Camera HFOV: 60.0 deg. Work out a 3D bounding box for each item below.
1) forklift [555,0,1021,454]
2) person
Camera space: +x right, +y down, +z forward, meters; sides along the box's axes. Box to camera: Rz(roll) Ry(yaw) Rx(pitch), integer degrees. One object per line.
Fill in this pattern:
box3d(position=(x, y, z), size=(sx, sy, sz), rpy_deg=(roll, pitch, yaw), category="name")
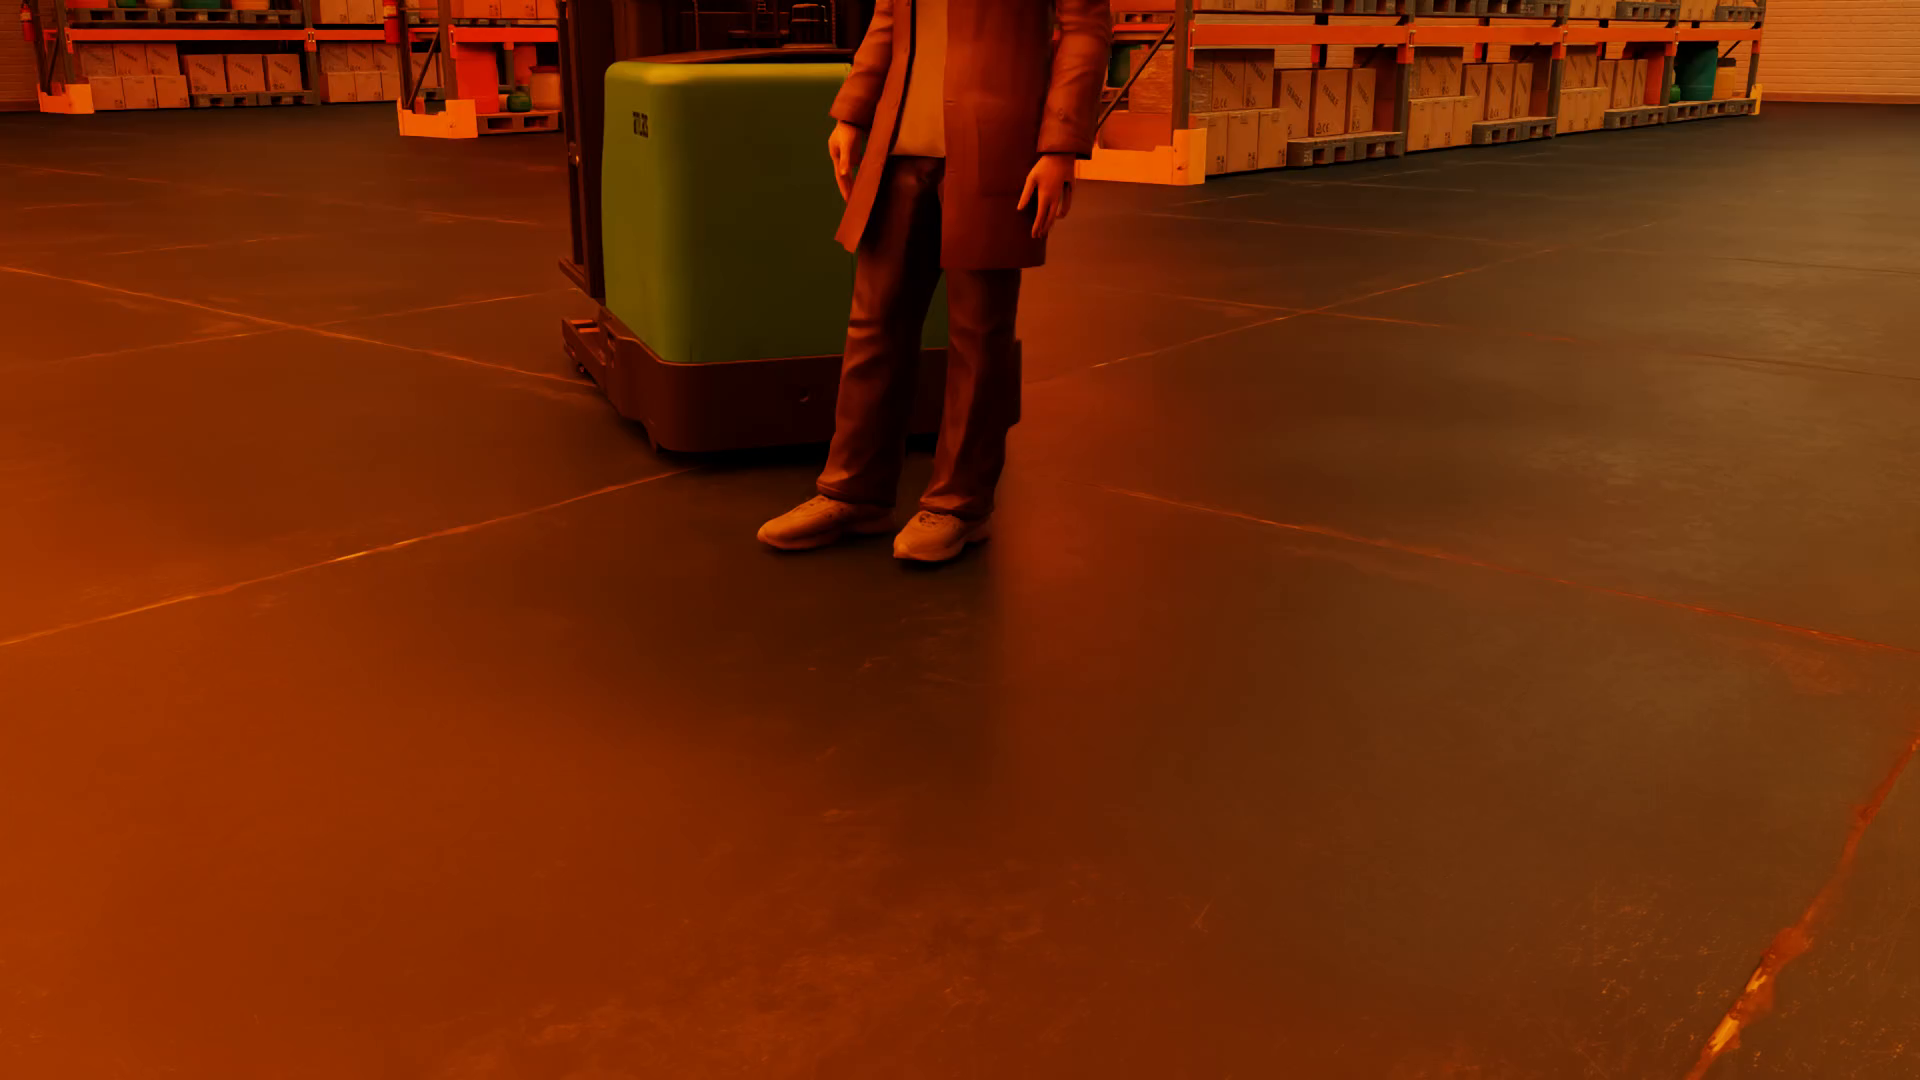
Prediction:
box3d(position=(-0.810, -2.025, 5.566), size=(1.130, 2.935, 3.031), rpy_deg=(-6, 18, -19), category="forklift")
box3d(position=(-0.058, -0.826, 3.604), size=(0.699, 1.777, 0.548), rpy_deg=(13, 21, 37), category="person")
